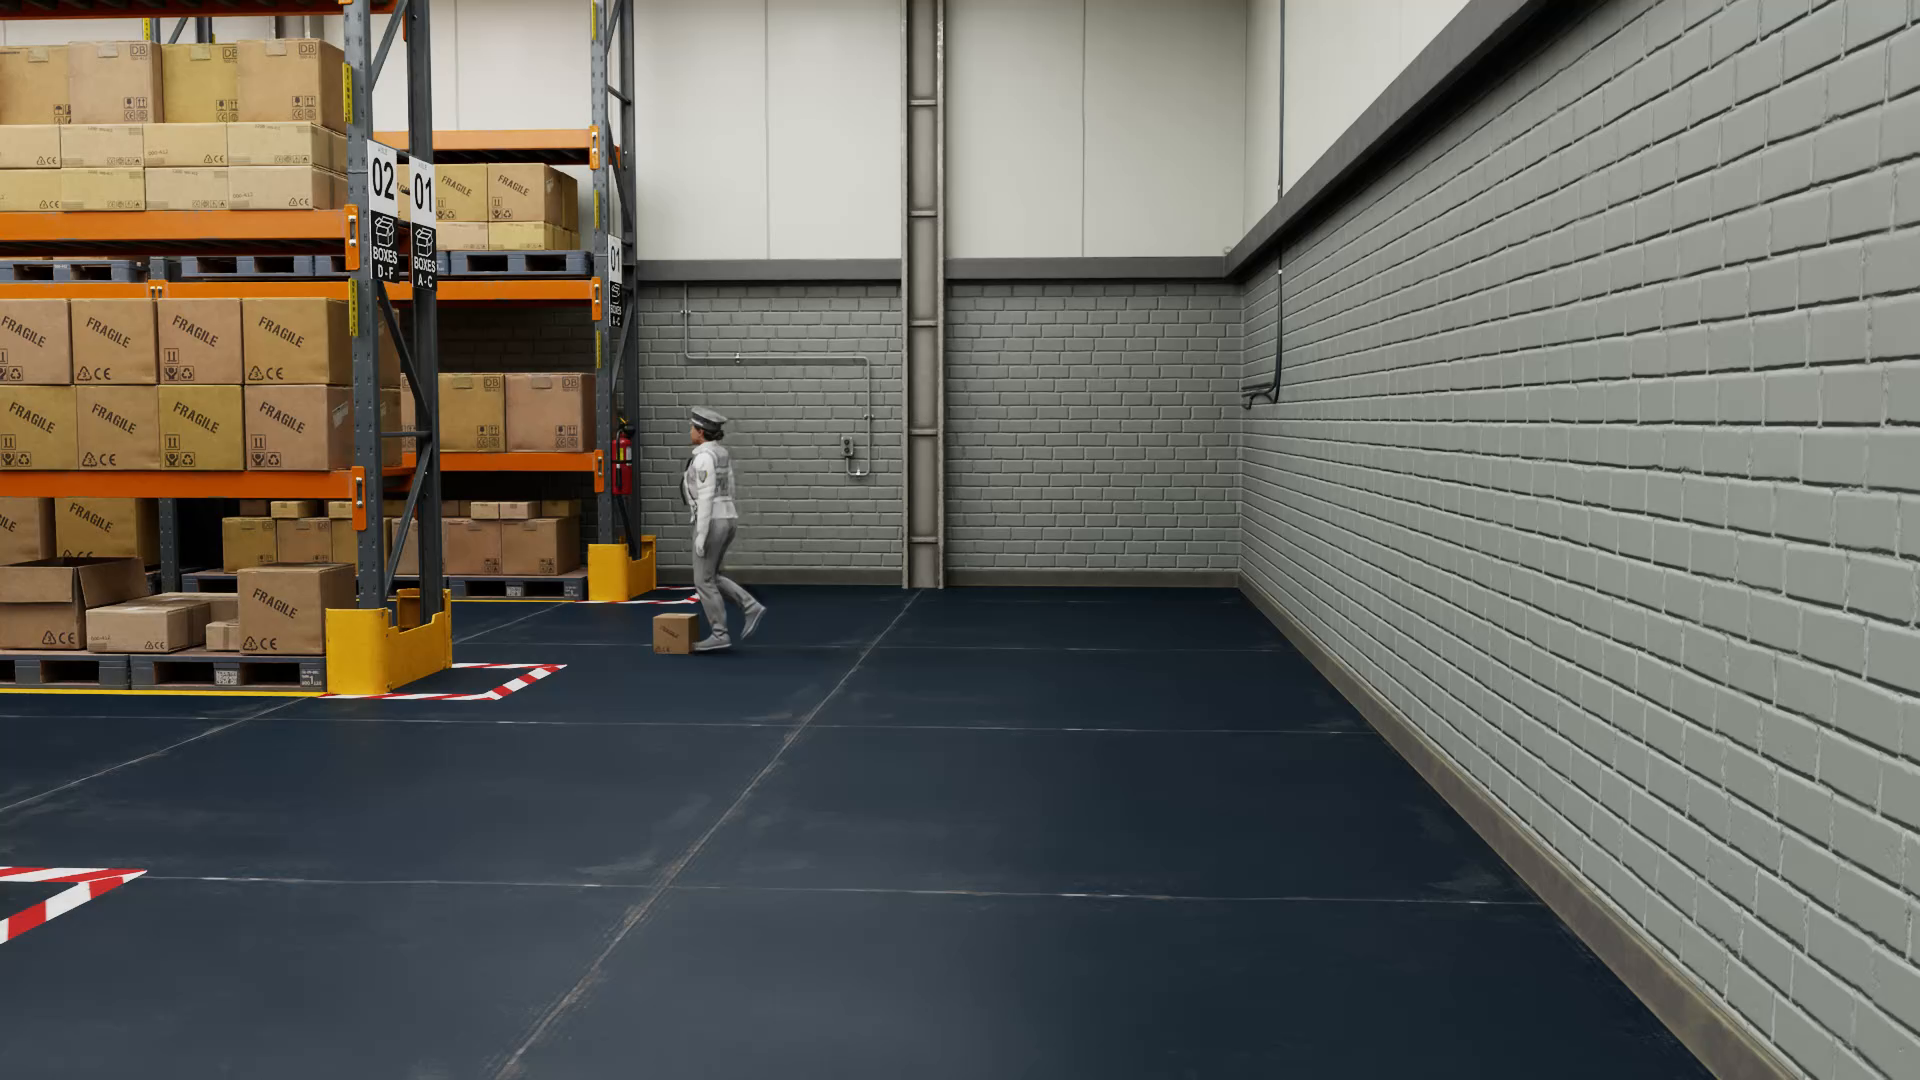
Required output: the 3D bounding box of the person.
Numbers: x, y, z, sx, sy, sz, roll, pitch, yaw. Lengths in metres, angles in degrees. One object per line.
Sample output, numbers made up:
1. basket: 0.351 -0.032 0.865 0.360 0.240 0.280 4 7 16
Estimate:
1. person: -1.617 -0.081 11.406 0.530 1.678 0.519 1 4 11
